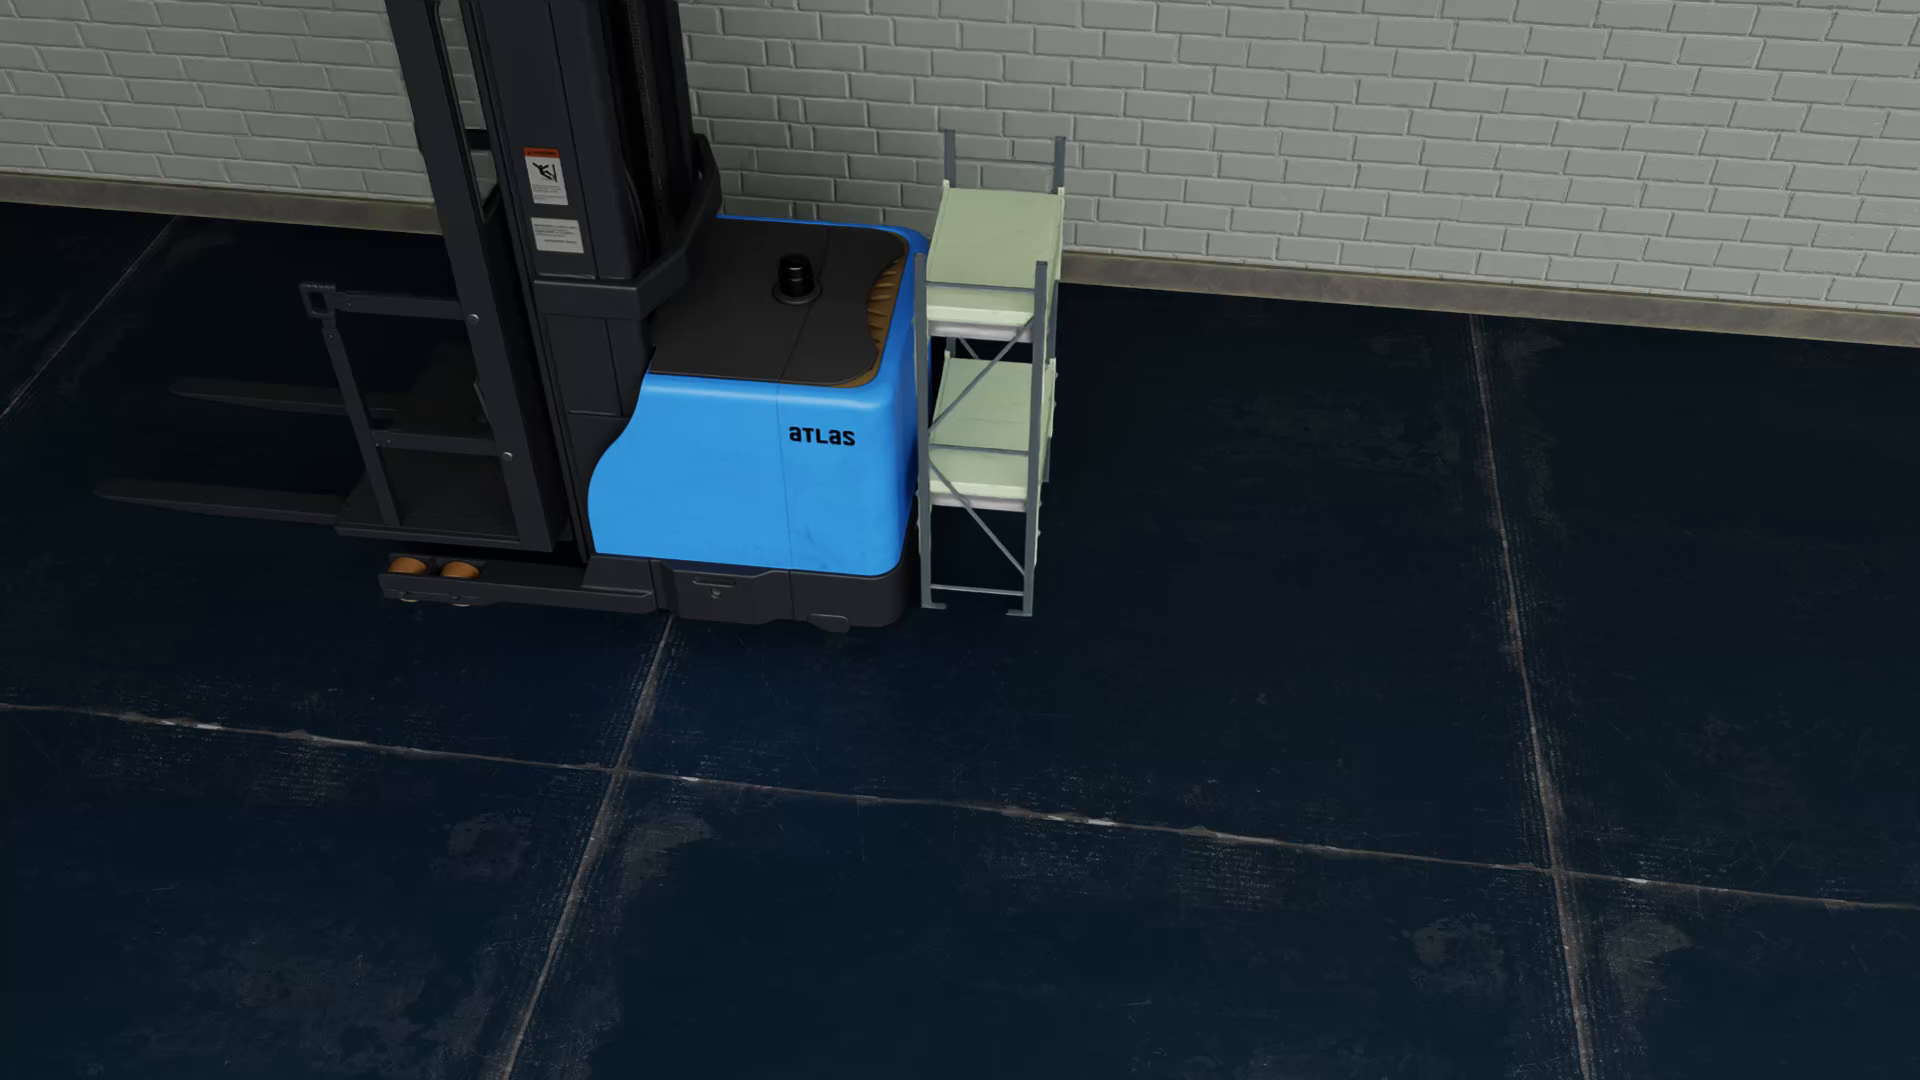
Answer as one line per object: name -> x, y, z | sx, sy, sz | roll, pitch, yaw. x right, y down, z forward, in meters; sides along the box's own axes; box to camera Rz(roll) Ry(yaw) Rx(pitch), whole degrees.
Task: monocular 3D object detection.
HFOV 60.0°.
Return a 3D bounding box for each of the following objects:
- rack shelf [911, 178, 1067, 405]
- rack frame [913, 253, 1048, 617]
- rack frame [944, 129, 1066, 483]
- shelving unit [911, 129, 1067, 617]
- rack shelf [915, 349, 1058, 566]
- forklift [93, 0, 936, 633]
rack shelf -> 0.105, -0.825, 5.463 | 0.431, 0.370, 0.720 | 5, 44, 5
rack frame -> 0.061, -0.292, 5.468 | 0.400, 1.500, 0.023 | 5, 44, 5
rack frame -> 0.148, -0.792, 5.995 | 0.400, 1.500, 0.023 | 5, 44, 5
shelving unit -> 0.105, -0.542, 5.732 | 0.431, 1.500, 0.755 | 5, 44, 5
rack shelf -> 0.105, -0.305, 5.956 | 0.431, 0.370, 0.720 | 5, 44, 5
forklift -> -1.648, -1.180, 5.365 | 3.031, 2.935, 1.130 | 5, 44, 5
